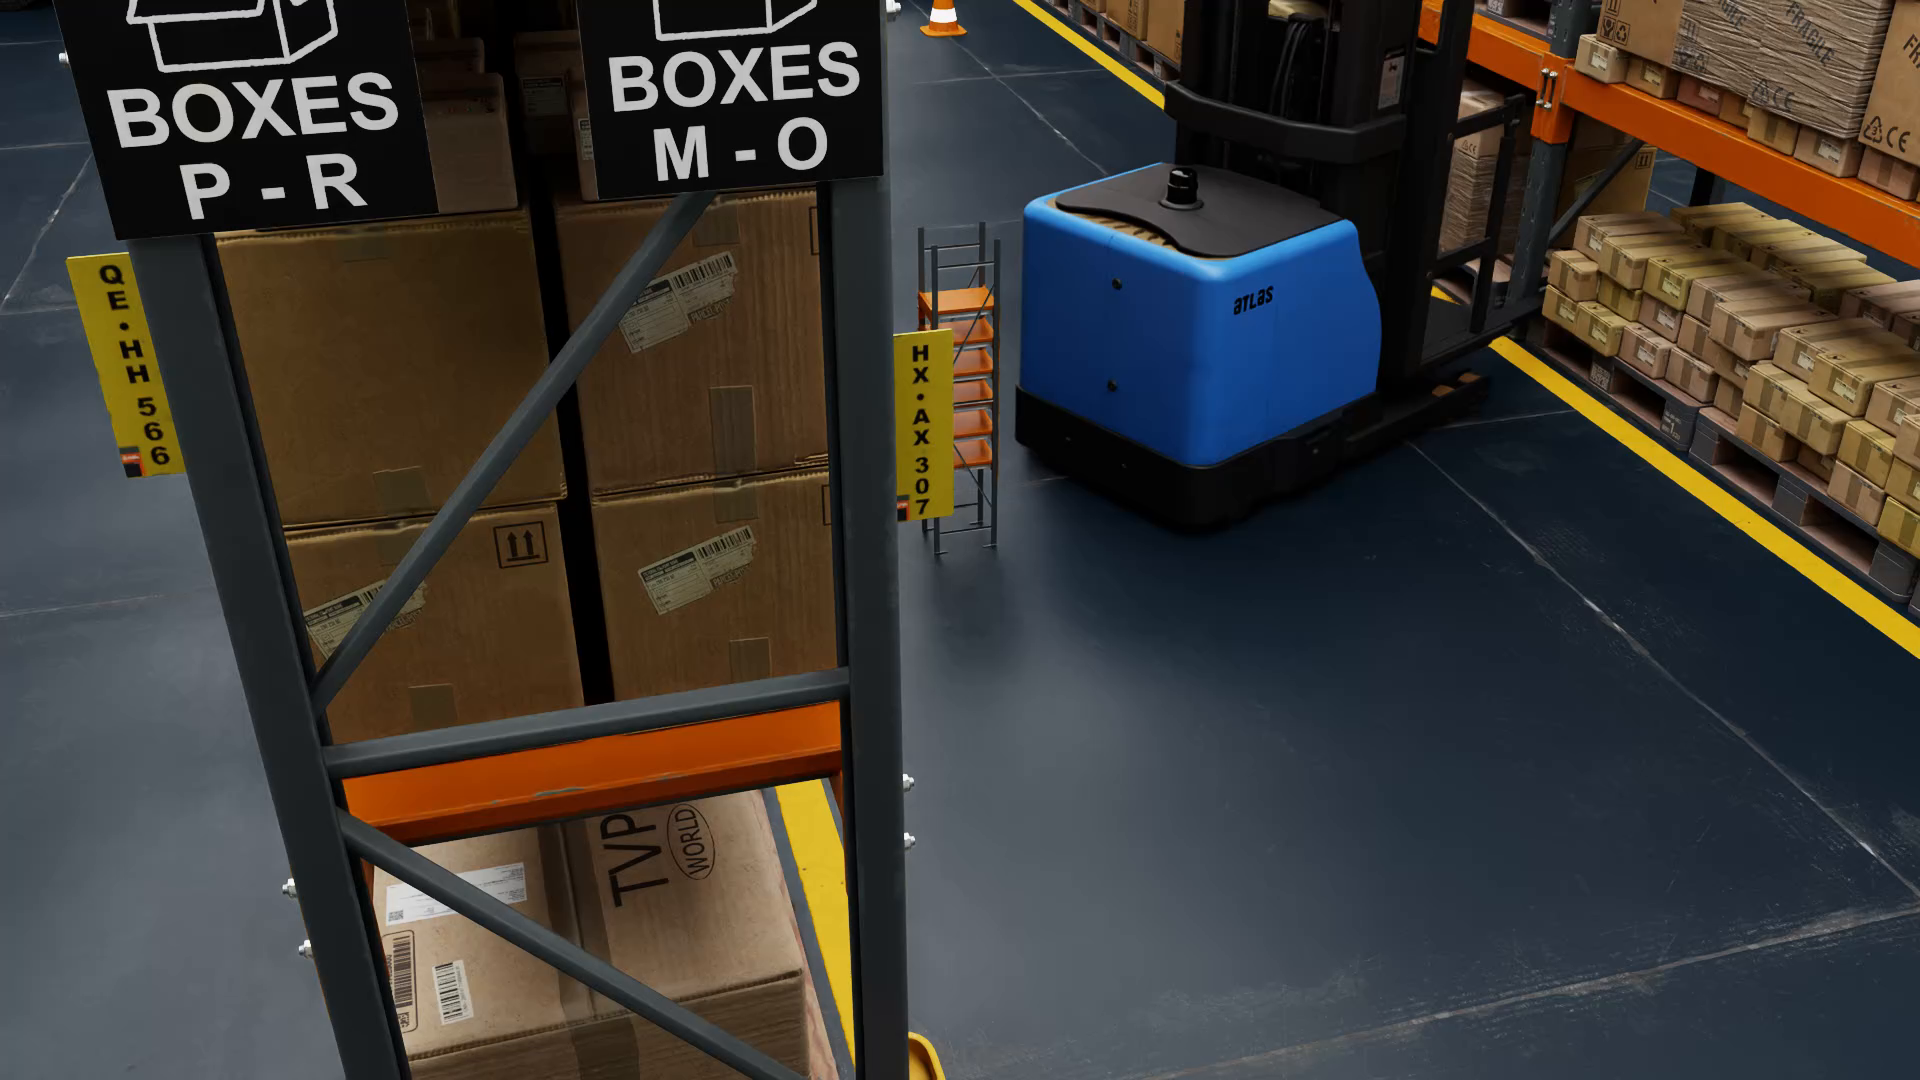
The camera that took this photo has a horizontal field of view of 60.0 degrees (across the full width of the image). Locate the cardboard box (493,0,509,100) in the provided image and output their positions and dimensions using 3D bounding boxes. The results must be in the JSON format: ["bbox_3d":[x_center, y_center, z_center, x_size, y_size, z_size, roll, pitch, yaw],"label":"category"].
[{"bbox_3d":[-1.637,-1.597,4.917,0.500,0.500,0.500,-8,31,-14],"label":"cardboard box"}]

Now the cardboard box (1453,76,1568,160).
[{"bbox_3d":[2.647,-2.086,8.187,0.500,0.250,0.500,-9,31,-15],"label":"cardboard box"}]

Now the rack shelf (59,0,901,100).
[{"bbox_3d":[-1.127,-1.649,3.828,1.077,0.370,4.000,-8,31,-13],"label":"rack shelf"}]

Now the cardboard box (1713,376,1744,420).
[{"bbox_3d":[3.282,-0.582,6.687,0.380,0.149,0.250,-9,31,-15],"label":"cardboard box"}]

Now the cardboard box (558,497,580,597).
[{"bbox_3d":[-1.098,-0.182,3.470,0.500,0.500,0.500,-8,31,-14],"label":"cardboard box"}]

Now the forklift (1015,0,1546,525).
[{"bbox_3d":[1.666,-1.938,6.672,3.031,2.935,1.130,-24,38,-35],"label":"forklift"}]

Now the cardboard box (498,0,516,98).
[{"bbox_3d":[-1.139,-1.667,5.037,0.500,0.500,0.500,-8,31,-14],"label":"cardboard box"}]

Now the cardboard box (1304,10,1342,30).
[{"bbox_3d":[2.230,-2.841,9.491,0.500,0.250,0.500,-8,31,-13],"label":"cardboard box"}]

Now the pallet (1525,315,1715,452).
[{"bbox_3d":[3.301,-0.809,7.436,1.003,0.211,1.213,-8,31,-13],"label":"pallet"}]

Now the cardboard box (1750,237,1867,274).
[{"bbox_3d":[3.613,-1.166,7.103,0.380,0.149,0.250,-8,31,-14],"label":"cardboard box"}]

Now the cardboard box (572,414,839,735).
[{"bbox_3d":[-0.446,-0.009,3.172,0.500,0.500,0.500,-8,31,-14],"label":"cardboard box"}]

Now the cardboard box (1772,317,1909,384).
[{"bbox_3d":[3.342,-0.713,6.320,0.380,0.149,0.250,-9,31,-15],"label":"cardboard box"}]

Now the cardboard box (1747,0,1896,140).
[{"bbox_3d":[3.214,-1.748,5.879,0.500,0.500,0.500,-9,31,-14],"label":"cardboard box"}]

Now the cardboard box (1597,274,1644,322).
[{"bbox_3d":[3.030,-1.084,7.258,0.380,0.149,0.250,-8,31,-13],"label":"cardboard box"}]

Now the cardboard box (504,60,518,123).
[{"bbox_3d":[-1.146,-1.234,5.287,0.500,0.500,0.500,-9,31,-14],"label":"cardboard box"}]

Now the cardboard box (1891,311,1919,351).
[{"bbox_3d":[3.851,-0.783,6.441,0.380,0.149,0.250,-9,31,-15],"label":"cardboard box"}]

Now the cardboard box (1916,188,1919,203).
[{"bbox_3d":[3.448,-1.174,5.535,0.380,0.149,0.250,-7,31,-12],"label":"cardboard box"}]

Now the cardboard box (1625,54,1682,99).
[{"bbox_3d":[2.988,-1.931,6.843,0.380,0.149,0.250,-7,31,-12],"label":"cardboard box"}]

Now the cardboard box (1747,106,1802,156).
[{"bbox_3d":[3.180,-1.547,6.179,0.380,0.149,0.250,-7,31,-12],"label":"cardboard box"}]

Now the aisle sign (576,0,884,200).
[{"bbox_3d":[-0.297,-0.825,2.086,0.394,0.787,0.004,-8,31,-13],"label":"aisle sign"}]

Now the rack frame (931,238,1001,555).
[{"bbox_3d":[0.020,-0.482,5.885,0.240,1.200,0.006,-8,31,-13],"label":"rack frame"}]

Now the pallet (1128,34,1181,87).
[{"bbox_3d":[1.890,-3.451,12.001,1.003,0.211,1.213,-8,31,-13],"label":"pallet"}]

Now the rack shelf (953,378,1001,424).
[{"bbox_3d":[-0.004,-0.488,5.984,0.258,0.103,0.180,-8,31,-13],"label":"rack shelf"}]

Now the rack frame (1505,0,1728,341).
[{"bbox_3d":[3.088,-2.335,7.290,1.000,3.000,0.127,-8,31,-13],"label":"rack frame"}]

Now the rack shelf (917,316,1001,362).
[{"bbox_3d":[-0.004,-0.696,5.864,0.258,0.103,0.180,-8,31,-13],"label":"rack shelf"}]

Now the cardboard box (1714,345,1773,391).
[{"bbox_3d":[3.248,-0.704,6.602,0.380,0.149,0.250,-6,31,-11],"label":"cardboard box"}]

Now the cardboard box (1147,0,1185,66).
[{"bbox_3d":[1.952,-3.781,11.615,1.050,0.750,0.750,-8,31,-14],"label":"cardboard box"}]

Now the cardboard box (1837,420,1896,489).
[{"bbox_3d":[3.395,-0.322,5.942,0.380,0.149,0.250,-6,31,-11],"label":"cardboard box"}]

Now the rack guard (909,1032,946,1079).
[{"bbox_3d":[-0.589,1.397,3.337,1.175,0.500,0.348,-8,31,-13],"label":"rack guard"}]

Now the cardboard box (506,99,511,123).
[{"bbox_3d":[-2.020,-1.746,6.423,0.500,0.250,0.500,-9,31,-14],"label":"cardboard box"}]

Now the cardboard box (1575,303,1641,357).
[{"bbox_3d":[2.946,-0.936,7.299,0.380,0.149,0.250,-7,31,-12],"label":"cardboard box"}]

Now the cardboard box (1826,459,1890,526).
[{"bbox_3d":[3.397,-0.194,6.018,0.380,0.149,0.250,-7,31,-12],"label":"cardboard box"}]

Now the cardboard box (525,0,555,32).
[{"bbox_3d":[-0.728,-1.164,3.521,0.380,0.149,0.250,-8,31,-13],"label":"cardboard box"}]

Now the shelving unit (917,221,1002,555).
[{"bbox_3d":[-0.004,-0.526,5.962,0.258,1.200,0.189,-8,31,-13],"label":"shelving unit"}]

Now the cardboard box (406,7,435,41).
[{"bbox_3d":[-1.124,-0.833,2.949,0.380,0.149,0.250,-8,31,-14],"label":"cardboard box"}]

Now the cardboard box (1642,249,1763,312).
[{"bbox_3d":[3.111,-1.090,6.972,0.380,0.149,0.250,-8,31,-14],"label":"cardboard box"}]

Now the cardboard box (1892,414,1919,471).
[{"bbox_3d":[3.430,-0.324,5.647,0.380,0.149,0.250,-7,31,-11],"label":"cardboard box"}]

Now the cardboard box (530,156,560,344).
[{"bbox_3d":[-0.592,-0.691,3.351,0.500,0.500,0.500,-9,31,-15],"label":"cardboard box"}]

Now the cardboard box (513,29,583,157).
[{"bbox_3d":[-0.561,-0.778,2.855,0.380,0.149,0.250,-7,31,-12],"label":"cardboard box"}]

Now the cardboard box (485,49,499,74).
[{"bbox_3d":[-1.248,-0.861,3.646,0.500,0.500,0.500,-8,31,-14],"label":"cardboard box"}]

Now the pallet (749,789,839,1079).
[{"bbox_3d":[-0.883,1.135,4.079,1.003,0.211,1.213,-8,31,-13],"label":"pallet"}]

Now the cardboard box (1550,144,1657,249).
[{"bbox_3d":[3.148,-1.827,8.489,0.500,0.500,0.500,-7,31,-11],"label":"cardboard box"}]
